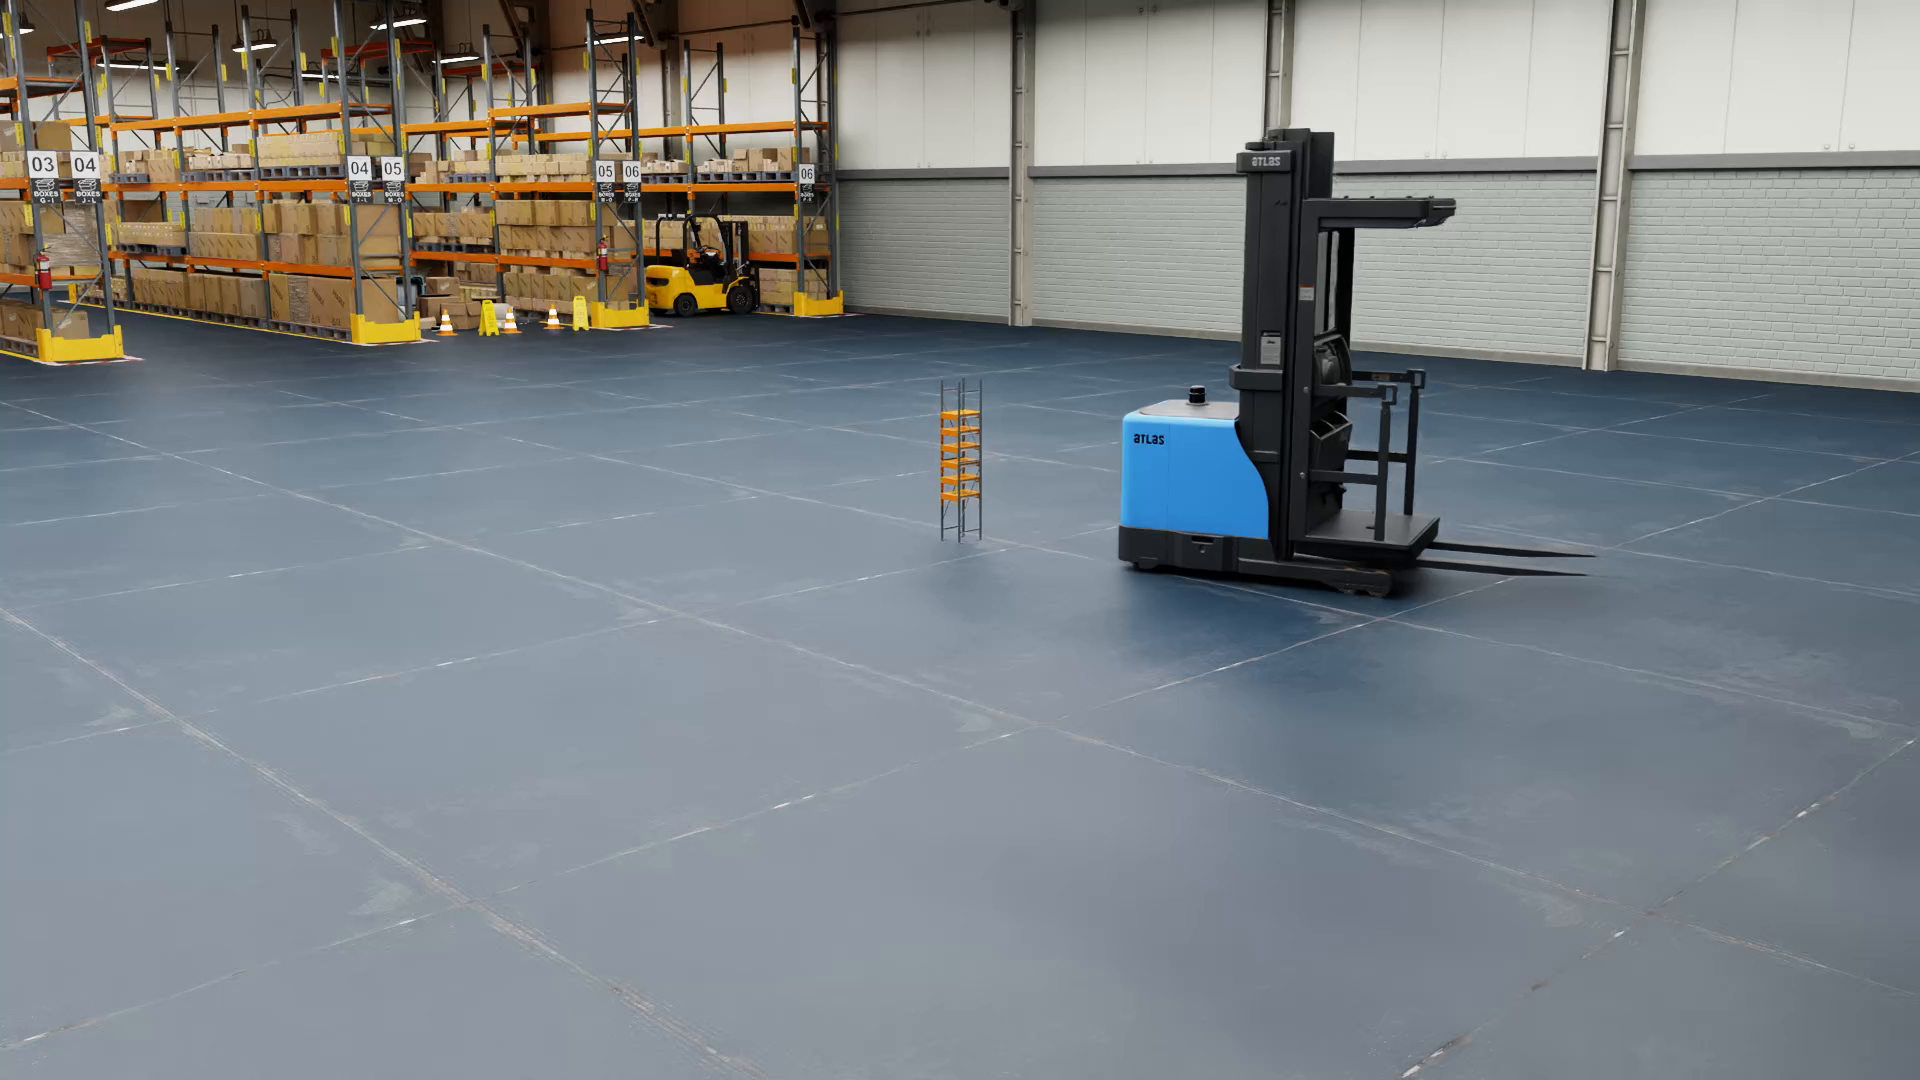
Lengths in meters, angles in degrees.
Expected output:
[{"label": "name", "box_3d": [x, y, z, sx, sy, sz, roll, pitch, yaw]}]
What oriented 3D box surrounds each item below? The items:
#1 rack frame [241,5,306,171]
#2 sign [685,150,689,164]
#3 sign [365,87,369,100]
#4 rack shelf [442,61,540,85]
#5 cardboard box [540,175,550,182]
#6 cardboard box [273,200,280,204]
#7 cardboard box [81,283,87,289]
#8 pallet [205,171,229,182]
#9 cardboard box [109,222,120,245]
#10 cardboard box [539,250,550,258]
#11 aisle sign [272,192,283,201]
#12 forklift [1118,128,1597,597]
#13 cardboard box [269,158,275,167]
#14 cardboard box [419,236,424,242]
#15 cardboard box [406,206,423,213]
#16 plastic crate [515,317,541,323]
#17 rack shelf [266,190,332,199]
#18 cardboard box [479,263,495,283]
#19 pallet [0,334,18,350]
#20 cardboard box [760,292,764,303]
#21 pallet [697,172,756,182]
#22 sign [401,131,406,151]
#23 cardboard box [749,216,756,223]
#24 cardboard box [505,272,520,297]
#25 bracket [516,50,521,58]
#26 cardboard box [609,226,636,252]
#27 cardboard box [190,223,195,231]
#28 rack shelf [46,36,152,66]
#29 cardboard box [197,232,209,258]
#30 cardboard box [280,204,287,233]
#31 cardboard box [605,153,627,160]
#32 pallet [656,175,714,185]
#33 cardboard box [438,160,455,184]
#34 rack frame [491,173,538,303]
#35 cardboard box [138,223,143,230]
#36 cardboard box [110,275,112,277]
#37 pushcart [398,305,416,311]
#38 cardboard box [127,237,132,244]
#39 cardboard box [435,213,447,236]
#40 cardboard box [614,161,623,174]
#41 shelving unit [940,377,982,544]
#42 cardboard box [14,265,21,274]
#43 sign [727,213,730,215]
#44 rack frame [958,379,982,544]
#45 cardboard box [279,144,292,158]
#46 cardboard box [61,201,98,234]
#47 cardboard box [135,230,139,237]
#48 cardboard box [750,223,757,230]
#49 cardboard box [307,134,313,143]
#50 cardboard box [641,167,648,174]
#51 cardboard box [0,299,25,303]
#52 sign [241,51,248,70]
[{"label": "rack frame", "box_3d": [-12.962, -8.527, 31.500, 1.000, 3.000, 0.127, -11, 16, -43]}, {"label": "sign", "box_3d": [-6.250, -8.785, 38.125, 0.100, 0.325, 0.005, -11, 16, -43]}, {"label": "sign", "box_3d": [-14.592, -10.973, 40.860, 0.100, 0.325, 0.005, -11, 16, -43]}, {"label": "rack shelf", "box_3d": [-12.770, -12.659, 45.101, 1.077, 0.370, 4.000, -11, 16, -43]}, {"label": "cardboard box", "box_3d": [-8.231, -7.287, 33.536, 0.380, 0.149, 0.250, -11, 16, -43]}, {"label": "cardboard box", "box_3d": [-17.693, -8.811, 43.411, 0.380, 0.149, 0.250, -10, 16, -41]}, {"label": "cardboard box", "box_3d": [-20.924, -6.135, 40.044, 0.380, 0.149, 0.250, -11, 16, -43]}, {"label": "pallet", "box_3d": [-14.467, -7.300, 33.445, 1.003, 0.211, 1.213, -10, 15, -40]}, {"label": "cardboard box", "box_3d": [-19.025, -6.982, 37.884, 0.500, 0.500, 0.500, -11, 16, -42]}, {"label": "cardboard box", "box_3d": [-8.395, -5.859, 34.038, 0.380, 0.149, 0.250, -11, 16, -43]}, {"label": "aisle sign", "box_3d": [-17.998, -9.288, 43.618, 0.394, 0.787, 0.004, -11, 16, -43]}, {"label": "forklift", "box_3d": [2.646, -1.193, 10.940, 3.031, 2.935, 1.130, 5, 13, 25]}, {"label": "cardboard box", "box_3d": [-12.605, -7.015, 30.928, 0.380, 0.149, 0.250, -11, 16, -43]}, {"label": "cardboard box", "box_3d": [-12.124, -6.887, 37.986, 0.250, 0.149, 0.380, 11, 16, 42]}, {"label": "cardboard box", "box_3d": [-12.760, -7.455, 38.437, 0.500, 0.500, 0.500, 11, 16, 44]}, {"label": "plastic crate", "box_3d": [-8.960, -4.520, 34.153, 0.583, 0.080, 0.402, 6, 13, 26]}, {"label": "rack shelf", "box_3d": [-16.357, -8.870, 42.379, 1.077, 0.370, 4.000, -11, 16, -43]}, {"label": "cardboard box", "box_3d": [-12.942, -7.395, 46.024, 0.500, 0.500, 0.500, -11, 16, -42]}, {"label": "pallet", "box_3d": [-16.129, -3.454, 28.652, 1.003, 0.211, 1.213, -11, 16, -43]}, {"label": "cardboard box", "box_3d": [-4.330, -5.434, 37.125, 0.500, 0.250, 0.500, -11, 16, -42]}, {"label": "pallet", "box_3d": [-5.256, -8.291, 38.005, 1.003, 0.211, 1.213, -11, 16, -43]}, {"label": "sign", "box_3d": [-9.794, -7.018, 29.244, 0.100, 0.325, 0.005, -11, 16, -43]}, {"label": "cardboard box", "box_3d": [-4.455, -7.110, 36.894, 0.380, 0.149, 0.250, -10, 16, -41]}, {"label": "cardboard box", "box_3d": [-9.239, -5.396, 35.084, 0.500, 0.500, 0.500, -10, 15, -40]}, {"label": "bracket", "box_3d": [-11.761, -13.093, 44.740, 0.235, 0.232, 0.430, -11, 16, -43]}, {"label": "cardboard box", "box_3d": [-6.815, -6.012, 33.175, 0.500, 0.500, 0.500, -11, 16, -43]}, {"label": "cardboard box", "box_3d": [-16.439, -6.755, 35.874, 0.250, 0.149, 0.380, 11, 16, 43]}, {"label": "rack shelf", "box_3d": [-19.867, -11.262, 38.321, 1.077, 0.370, 4.000, -11, 16, -43]}, {"label": "cardboard box", "box_3d": [-15.256, -6.045, 34.070, 0.500, 0.500, 0.500, -11, 16, -43]}, {"label": "cardboard box", "box_3d": [-12.268, -6.069, 31.386, 0.875, 0.550, 0.550, -11, 16, -43]}, {"label": "cardboard box", "box_3d": [-6.787, -7.527, 32.724, 0.380, 0.149, 0.250, -11, 16, -43]}, {"label": "pallet", "box_3d": [-6.482, -8.488, 39.218, 1.217, 0.209, 0.805, 11, 16, 43]}, {"label": "cardboard box", "box_3d": [-11.140, -8.178, 36.985, 0.797, 0.503, 0.637, -11, 16, -43]}, {"label": "rack frame", "box_3d": [-9.451, -6.294, 35.525, 1.000, 3.000, 0.127, -11, 16, -43]}, {"label": "cardboard box", "box_3d": [-17.653, -6.820, 36.190, 0.380, 0.149, 0.250, -10, 15, -40]}, {"label": "cardboard box", "box_3d": [-20.568, -6.354, 40.371, 0.380, 0.149, 0.250, -10, 16, -41]}, {"label": "pushcart", "box_3d": [-11.066, -4.684, 34.212, 0.936, 0.377, 1.648, 6, 13, 26]}, {"label": "cardboard box", "box_3d": [-18.181, -6.641, 36.793, 0.380, 0.149, 0.250, -11, 16, -42]}, {"label": "cardboard box", "box_3d": [-11.334, -7.028, 37.065, 0.500, 0.500, 0.500, -11, 16, -42]}, {"label": "cardboard box", "box_3d": [-6.843, -7.362, 32.911, 0.500, 0.250, 0.500, -11, 16, -44]}, {"label": "shelving unit", "box_3d": [0.010, -0.586, 12.280, 0.258, 1.200, 0.189, -11, 16, -43]}, {"label": "cardboard box", "box_3d": [-15.078, -4.399, 26.951, 0.380, 0.149, 0.250, -11, 16, -43]}, {"label": "sign", "box_3d": [-5.464, -7.526, 39.166, 0.100, 0.325, 0.005, -11, 16, -43]}, {"label": "rack frame", "box_3d": [0.073, -0.572, 12.215, 0.240, 1.200, 0.006, -11, 16, -43]}, {"label": "cardboard box", "box_3d": [-12.128, -7.128, 30.486, 0.500, 0.250, 0.500, -11, 16, -43]}, {"label": "cardboard box", "box_3d": [-14.039, -5.131, 26.422, 0.500, 0.500, 0.500, -11, 16, -43]}, {"label": "cardboard box", "box_3d": [-17.820, -6.711, 36.397, 0.380, 0.149, 0.250, -10, 15, -40]}, {"label": "cardboard box", "box_3d": [-4.447, -6.964, 36.924, 0.380, 0.149, 0.250, -11, 16, -42]}, {"label": "cardboard box", "box_3d": [-11.377, -7.147, 29.591, 0.380, 0.149, 0.250, -11, 16, -42]}, {"label": "cardboard box", "box_3d": [-7.376, -8.817, 39.675, 0.380, 0.149, 0.250, -11, 16, -43]}, {"label": "cardboard box", "box_3d": [-17.027, -3.996, 29.480, 0.500, 0.500, 0.700, 10, 15, 41]}, {"label": "sign", "box_3d": [-13.346, -8.946, 31.023, 0.100, 0.325, 0.005, -11, 16, -43]}]
